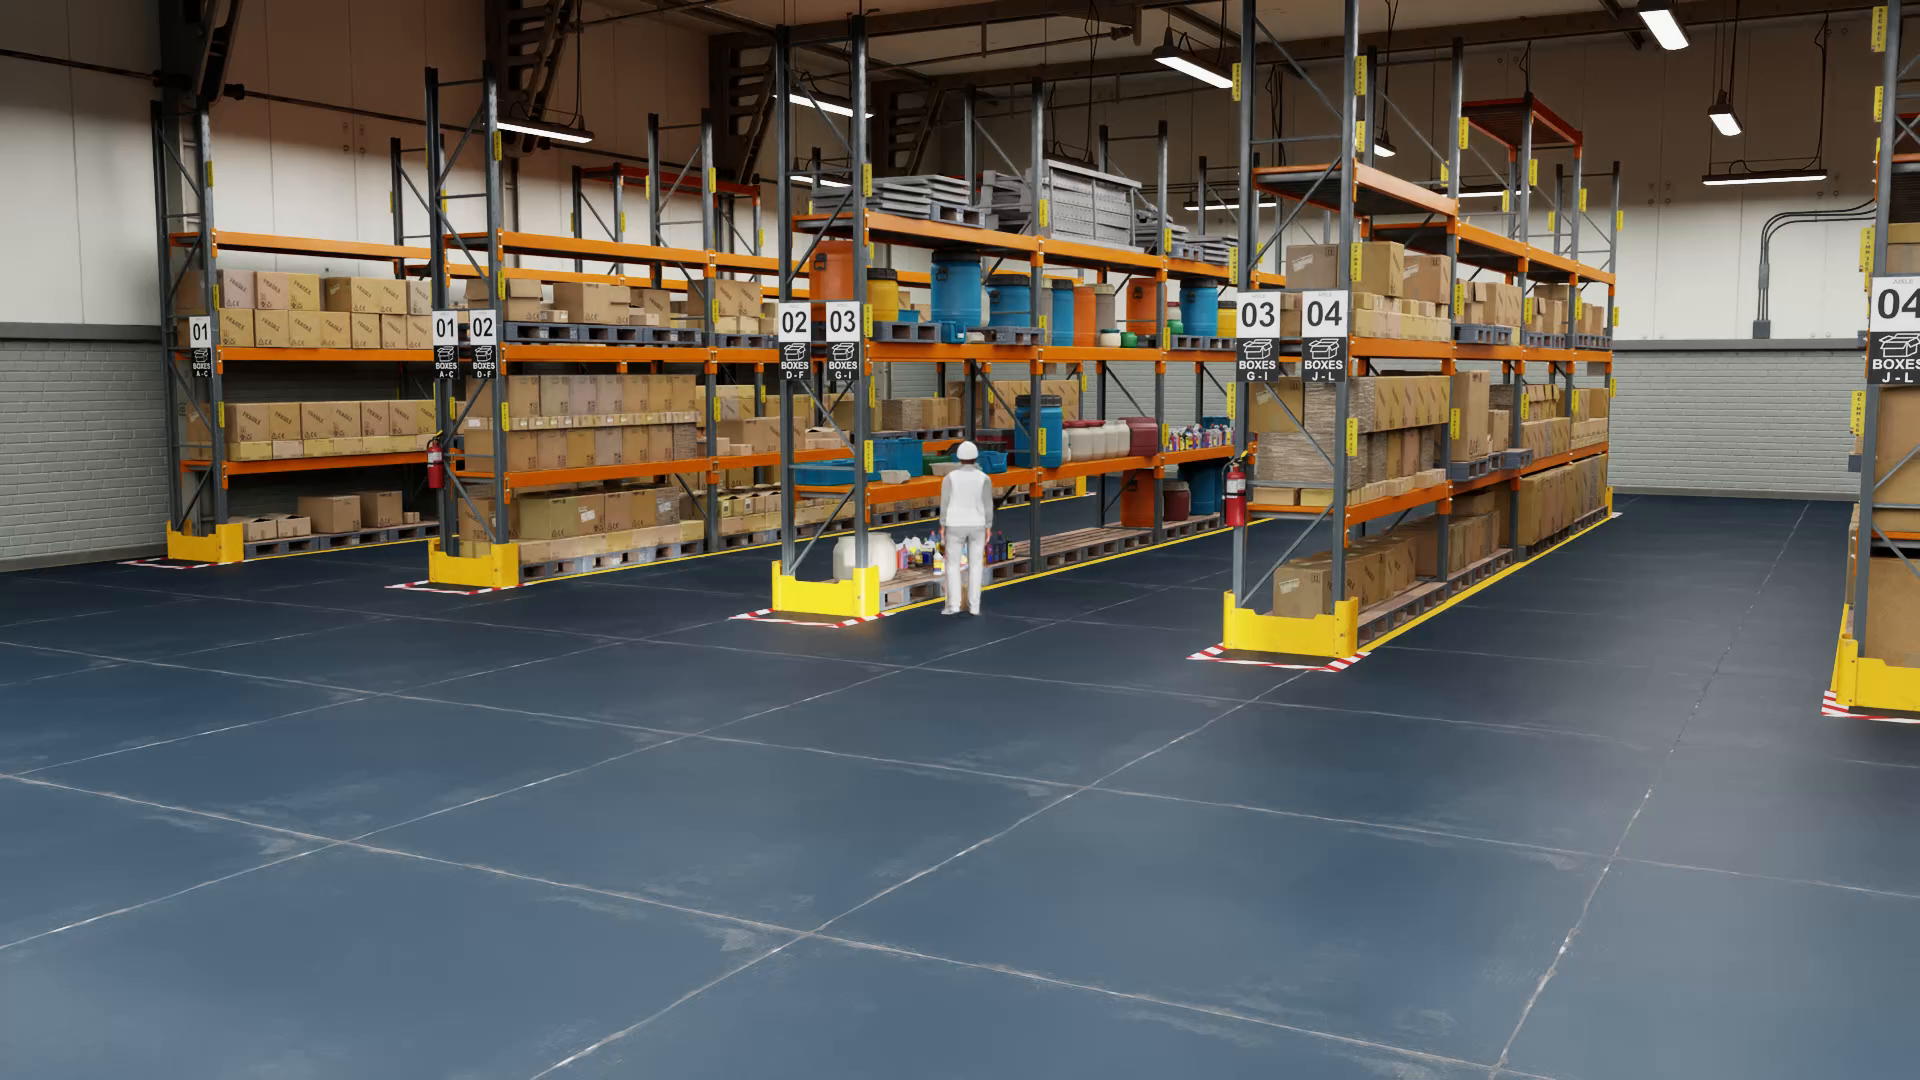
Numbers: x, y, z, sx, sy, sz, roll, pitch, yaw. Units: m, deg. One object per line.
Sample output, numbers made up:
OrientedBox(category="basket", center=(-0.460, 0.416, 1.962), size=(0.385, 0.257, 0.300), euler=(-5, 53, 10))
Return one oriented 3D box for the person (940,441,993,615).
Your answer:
OrientedBox(category="person", center=(0.064, -0.117, 17.107), size=(0.543, 1.806, 0.378), euler=(0, 6, -4))
